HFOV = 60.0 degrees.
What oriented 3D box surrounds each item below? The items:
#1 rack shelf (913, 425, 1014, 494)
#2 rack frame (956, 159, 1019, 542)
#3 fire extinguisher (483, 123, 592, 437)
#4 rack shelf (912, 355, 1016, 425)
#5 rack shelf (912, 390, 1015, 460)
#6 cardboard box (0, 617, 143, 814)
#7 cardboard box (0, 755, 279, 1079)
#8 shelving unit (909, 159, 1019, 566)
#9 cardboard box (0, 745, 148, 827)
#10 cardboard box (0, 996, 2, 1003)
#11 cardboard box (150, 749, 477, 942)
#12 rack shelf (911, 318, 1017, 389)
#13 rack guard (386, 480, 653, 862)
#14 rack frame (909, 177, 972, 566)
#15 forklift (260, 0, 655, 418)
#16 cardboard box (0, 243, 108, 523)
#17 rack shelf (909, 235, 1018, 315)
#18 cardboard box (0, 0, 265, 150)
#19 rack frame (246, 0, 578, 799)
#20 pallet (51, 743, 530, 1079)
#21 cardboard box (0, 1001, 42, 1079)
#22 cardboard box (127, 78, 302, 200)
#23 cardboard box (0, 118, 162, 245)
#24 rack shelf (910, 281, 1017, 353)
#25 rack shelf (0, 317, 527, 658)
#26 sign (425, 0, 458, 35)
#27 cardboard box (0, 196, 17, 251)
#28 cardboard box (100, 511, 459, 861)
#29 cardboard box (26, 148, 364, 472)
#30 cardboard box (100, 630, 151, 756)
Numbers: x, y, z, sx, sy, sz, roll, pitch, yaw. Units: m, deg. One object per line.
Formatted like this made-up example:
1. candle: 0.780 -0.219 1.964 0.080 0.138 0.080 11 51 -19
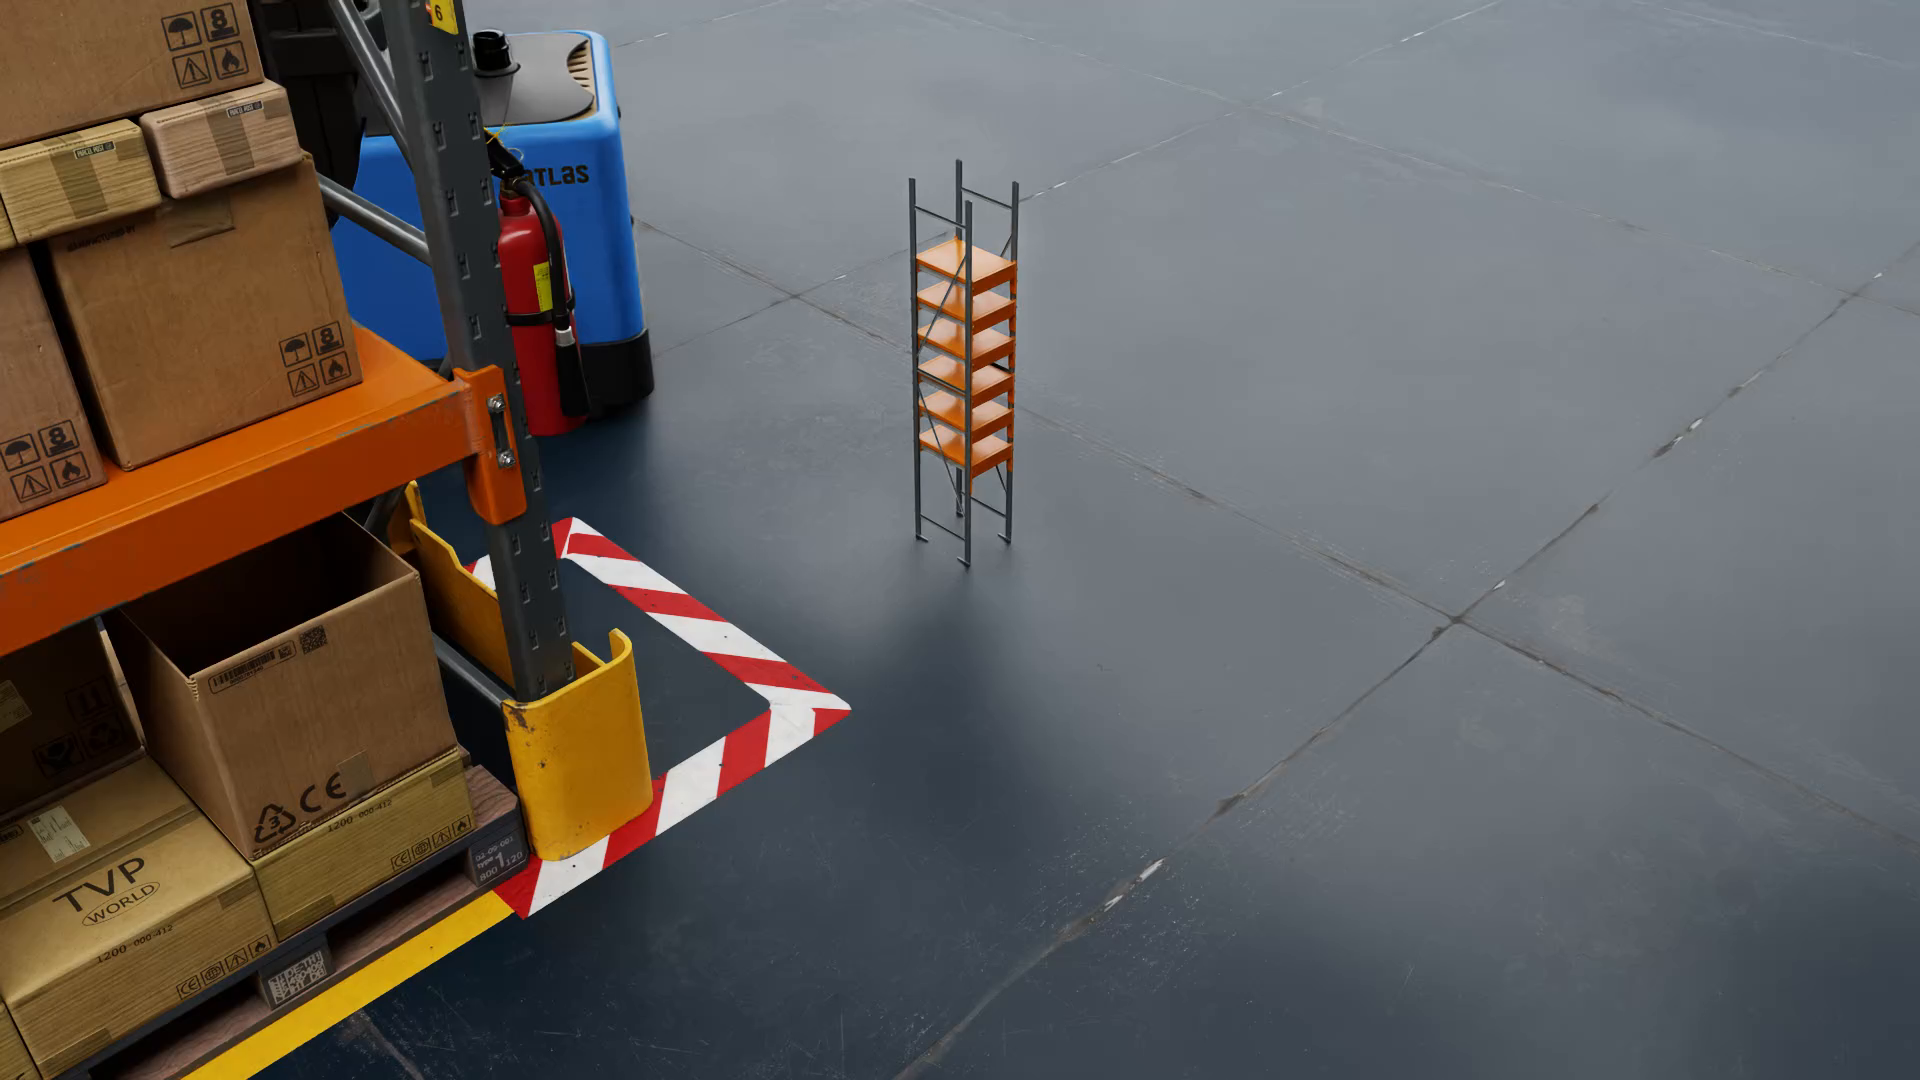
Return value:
1. rack shelf: 0.010 -0.265 5.078 0.258 0.103 0.180 30 45 35
2. rack frame: 0.075 -0.535 4.968 0.240 1.200 0.006 30 45 35
3. fire extinguisher: -0.904 -0.545 3.476 0.296 0.674 0.183 30 45 35
4. rack shelf: 0.010 -0.462 4.941 0.258 0.103 0.180 30 45 35
5. rack shelf: 0.010 -0.363 5.009 0.258 0.103 0.180 30 45 35
6. cardboard box: -2.203 0.264 3.630 0.500 0.500 0.500 30 45 35
7. cardboard box: -1.828 0.785 3.539 0.500 0.250 0.500 30 45 35
8. shelving unit: 0.010 -0.498 4.915 0.258 1.200 0.189 30 45 35
9. cardboard box: -2.202 0.573 3.843 0.500 0.250 0.500 30 45 35
10. cardboard box: -2.177 0.682 3.031 0.500 0.500 0.500 30 45 35
11. cardboard box: -1.485 0.577 3.837 0.500 0.250 0.500 30 45 35
12. rack shelf: 0.010 -0.560 4.872 0.258 0.103 0.180 30 45 35
13. rack guard: -1.300 0.300 4.383 1.175 0.500 0.348 30 45 35
14. rack frame: -0.054 -0.461 4.862 0.240 1.200 0.006 30 45 35
15. forklift: -2.655 -1.741 5.184 3.031 2.935 1.130 -7 36 -10
16. cardboard box: -2.021 -0.357 3.052 0.500 0.500 0.700 -29 44 -35
17. rack shelf: 0.010 -0.757 4.735 0.258 0.103 0.180 30 45 35
18. cardboard box: -1.692 -1.083 2.959 0.500 0.500 0.700 -30 45 -35
19. rack frame: -1.317 -0.715 3.654 1.000 3.000 0.127 30 45 35
20. pallet: -1.826 0.756 3.982 1.003 0.211 1.213 30 45 35
21. cardboard box: -2.179 0.988 3.247 0.500 0.250 0.500 30 45 35
22. cardboard box: -1.450 -0.791 3.107 0.380 0.149 0.250 29 44 35
23. cardboard box: -1.634 -0.684 2.954 0.250 0.149 0.380 -29 44 -35
24. rack shelf: 0.010 -0.658 4.803 0.258 0.103 0.180 30 45 35
25. rack shelf: -2.726 0.391 2.695 1.077 0.370 4.000 30 45 35
26. sign: -0.941 -1.063 2.933 0.100 0.325 0.005 30 45 35
27. cardboard box: -1.814 -0.580 2.805 0.380 0.149 0.250 29 44 35
28. cardboard box: -1.483 0.270 3.621 0.500 0.500 0.500 30 45 35
29. cardboard box: -1.654 -0.572 3.361 0.700 0.500 0.500 30 45 35
30. cardboard box: -1.852 0.368 4.137 0.500 0.250 0.500 30 45 35
